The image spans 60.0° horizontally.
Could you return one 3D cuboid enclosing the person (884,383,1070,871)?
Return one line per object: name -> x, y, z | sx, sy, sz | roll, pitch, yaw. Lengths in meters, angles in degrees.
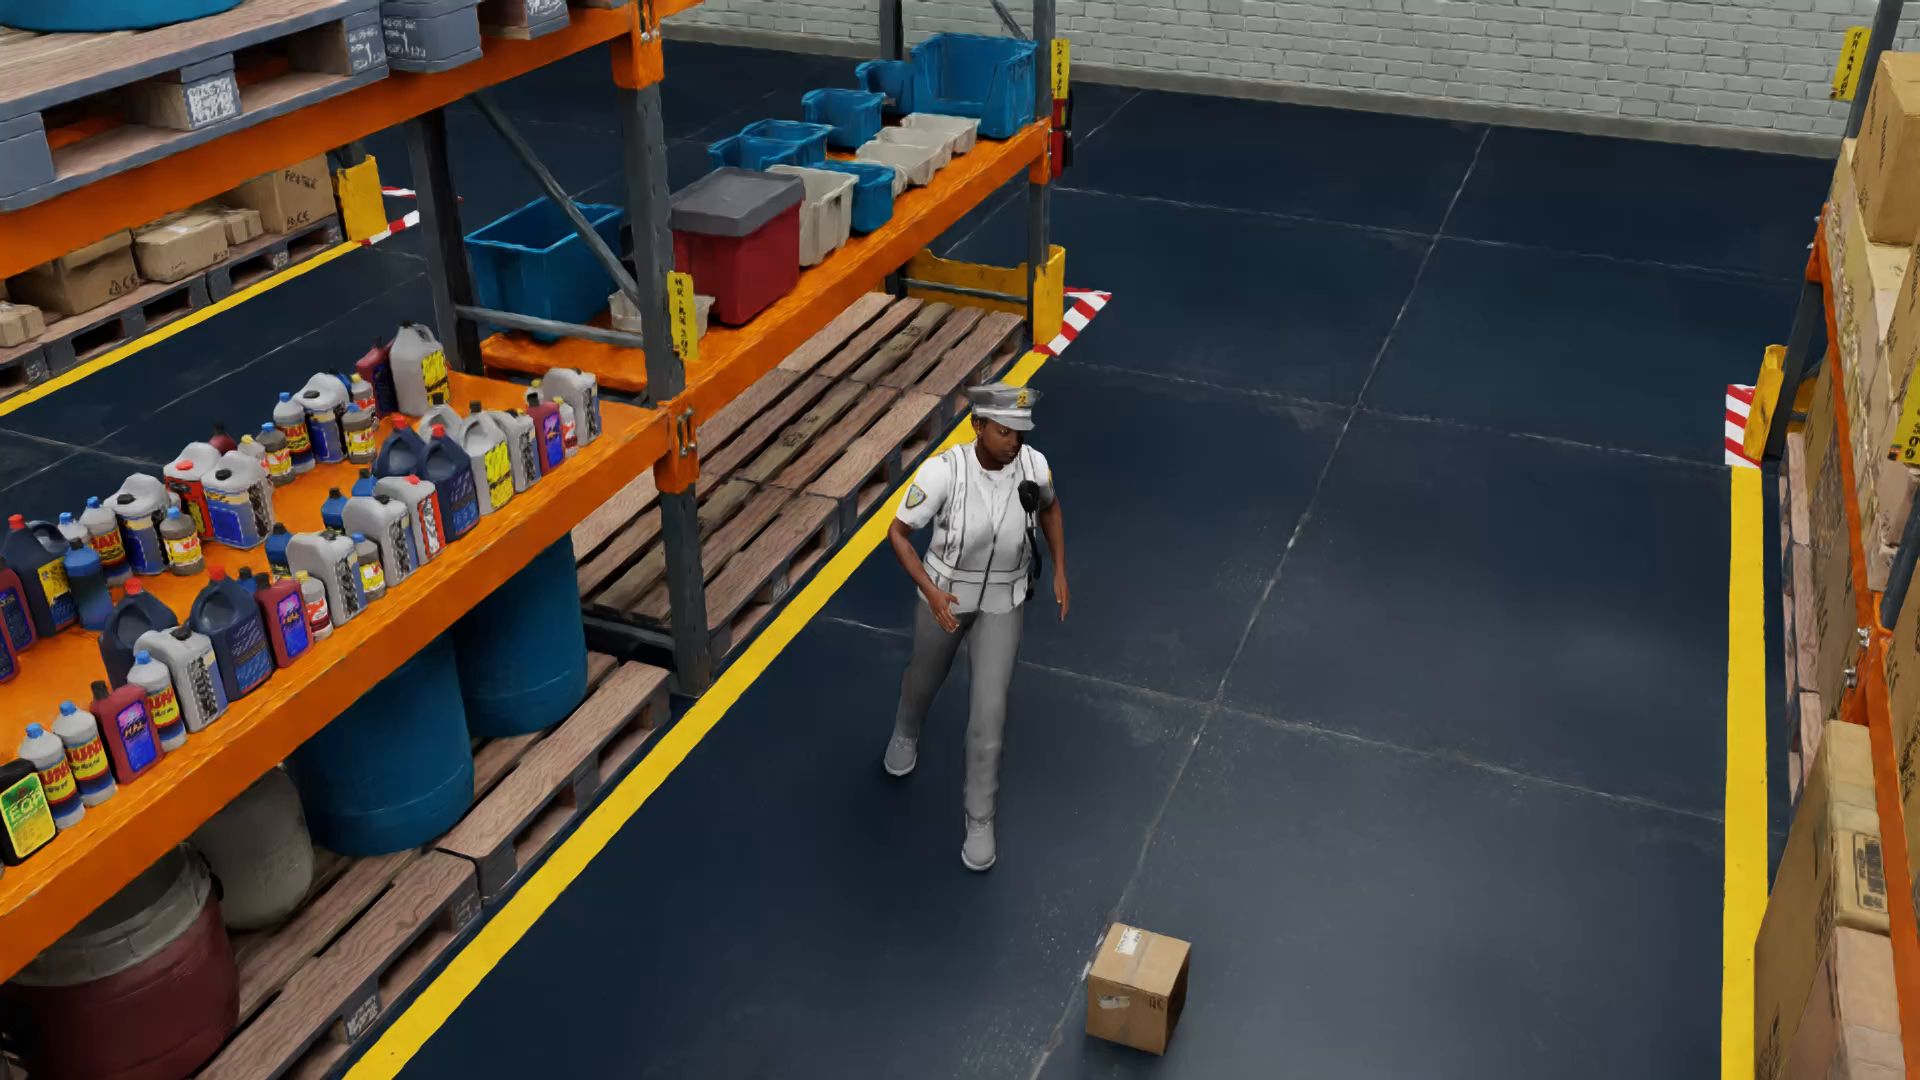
person -> 0.070, 0.218, 5.687 | 0.634, 1.663, 0.842 | -5, 30, -9
